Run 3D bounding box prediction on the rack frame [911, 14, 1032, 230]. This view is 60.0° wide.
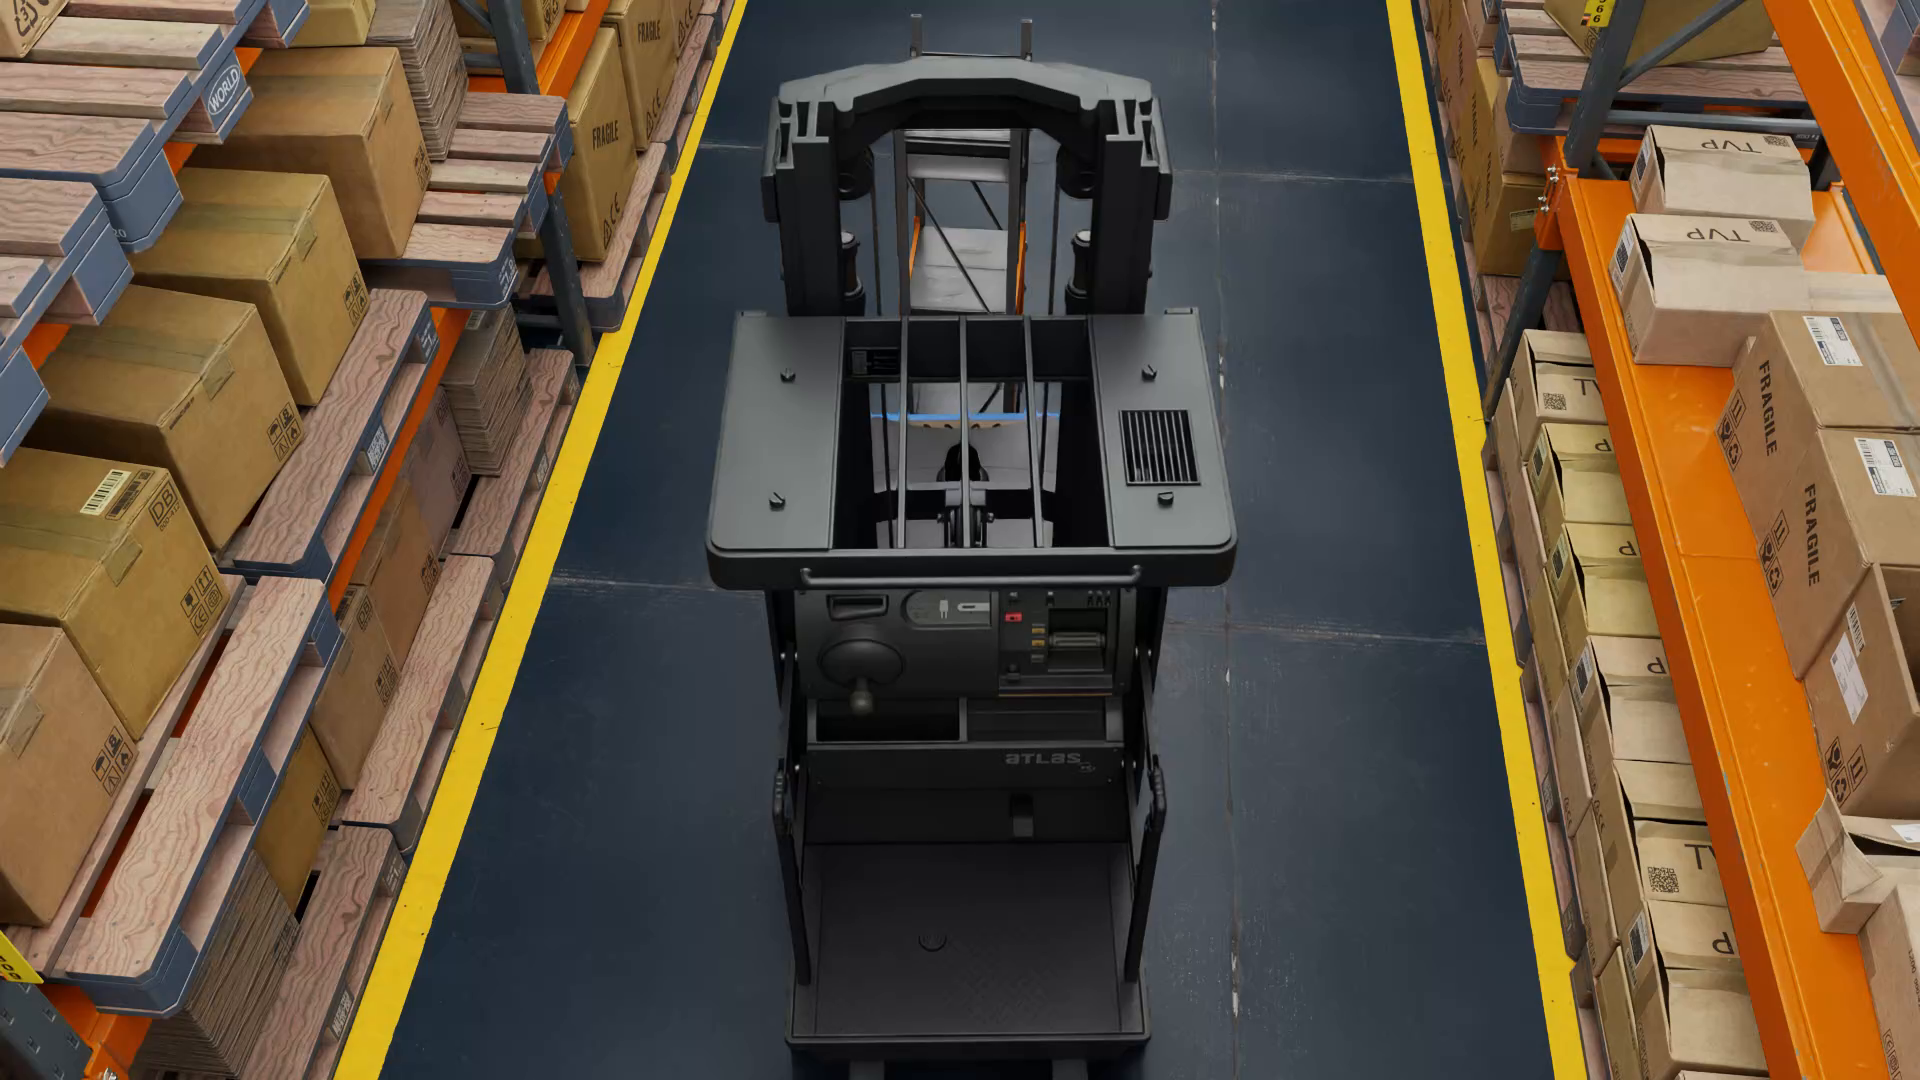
[{"bbox_3d":[0.037,-1.010,6.250,0.400,2.100,0.015,4,48,4],"label":"rack frame"}]

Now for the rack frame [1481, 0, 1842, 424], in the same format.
[{"bbox_3d":[2.779,-1.529,6.115,1.000,3.000,0.127,4,48,4],"label":"rack frame"}]

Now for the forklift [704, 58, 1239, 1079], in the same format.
[{"bbox_3d":[0.020,0.381,4.415,1.130,2.935,3.031,0,48,0],"label":"forklift"}]

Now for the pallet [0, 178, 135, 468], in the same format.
[{"bbox_3d":[-2.356,-0.315,3.100,1.213,0.211,1.003,4,48,4],"label":"pallet"}]

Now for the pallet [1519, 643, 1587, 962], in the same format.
[{"bbox_3d":[2.552,0.909,5.776,1.003,0.211,1.213,4,48,4],"label":"pallet"}]

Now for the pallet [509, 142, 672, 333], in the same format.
[{"bbox_3d":[-2.007,-1.492,7.972,1.003,0.211,1.213,4,48,4],"label":"pallet"}]

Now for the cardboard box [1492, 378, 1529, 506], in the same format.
[{"bbox_3d":[2.439,-0.377,6.641,0.500,0.250,0.500,4,48,3],"label":"cardboard box"}]

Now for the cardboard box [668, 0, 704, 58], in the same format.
[{"bbox_3d":[-1.797,-3.075,8.702,0.750,0.750,0.750,5,48,5],"label":"cardboard box"}]

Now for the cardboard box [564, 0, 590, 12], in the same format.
[{"bbox_3d":[-1.753,-2.382,7.052,0.380,0.149,0.250,5,48,5],"label":"cardboard box"}]

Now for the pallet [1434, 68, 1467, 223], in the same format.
[{"bbox_3d":[2.999,-2.028,8.462,1.003,0.211,1.213,4,48,4],"label":"pallet"}]

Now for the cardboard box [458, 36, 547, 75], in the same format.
[{"bbox_3d":[-1.893,-2.007,6.710,0.380,0.149,0.250,3,48,3],"label":"cardboard box"}]

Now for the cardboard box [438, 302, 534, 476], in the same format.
[{"bbox_3d":[-2.168,-0.631,6.691,0.700,0.500,0.500,4,48,4],"label":"cardboard box"}]

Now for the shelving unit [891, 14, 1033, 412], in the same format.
[{"bbox_3d":[0.015,-0.830,6.086,0.431,2.100,0.503,4,48,4],"label":"shelving unit"}]

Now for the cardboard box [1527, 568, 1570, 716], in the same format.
[{"bbox_3d":[2.353,0.374,5.954,0.500,0.250,0.500,3,48,2],"label":"cardboard box"}]

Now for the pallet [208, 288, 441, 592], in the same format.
[{"bbox_3d":[-2.294,-0.337,5.155,1.003,0.211,1.213,4,48,4],"label":"pallet"}]

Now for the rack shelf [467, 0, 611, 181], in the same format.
[{"bbox_3d":[-1.972,-3.086,8.027,1.077,0.370,4.000,4,48,4],"label":"rack shelf"}]

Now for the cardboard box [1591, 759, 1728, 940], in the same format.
[{"bbox_3d":[2.255,0.941,5.055,0.500,0.311,0.500,4,48,3],"label":"cardboard box"}]

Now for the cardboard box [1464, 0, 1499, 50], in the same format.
[{"bbox_3d":[2.721,-2.583,7.968,0.500,0.250,0.500,3,48,3],"label":"cardboard box"}]

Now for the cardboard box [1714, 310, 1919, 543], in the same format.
[{"bbox_3d":[2.643,-0.328,4.950,0.500,0.500,0.500,2,48,1],"label":"cardboard box"}]

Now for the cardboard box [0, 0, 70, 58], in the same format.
[{"bbox_3d":[-2.277,-1.410,3.622,0.500,0.500,0.500,2,48,2],"label":"cardboard box"}]

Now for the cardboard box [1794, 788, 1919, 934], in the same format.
[{"bbox_3d":[2.312,0.798,4.079,0.396,0.266,0.258,3,48,3],"label":"cardboard box"}]

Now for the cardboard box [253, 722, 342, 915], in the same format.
[{"bbox_3d":[-2.471,0.850,5.335,0.700,0.500,0.500,3,48,3],"label":"cardboard box"}]

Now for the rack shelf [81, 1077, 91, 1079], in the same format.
[{"bbox_3d":[-2.701,2.793,2.651,1.077,0.370,4.000,4,48,4],"label":"rack shelf"}]

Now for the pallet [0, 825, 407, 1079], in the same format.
[{"bbox_3d":[-2.449,1.449,5.282,1.003,0.211,1.213,4,48,4],"label":"pallet"}]

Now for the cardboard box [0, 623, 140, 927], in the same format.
[{"bbox_3d":[-2.438,0.526,3.870,0.700,0.500,0.500,4,48,4],"label":"cardboard box"}]

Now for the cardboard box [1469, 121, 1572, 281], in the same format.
[{"bbox_3d":[2.631,-1.537,7.519,0.500,0.500,0.500,6,48,5],"label":"cardboard box"}]

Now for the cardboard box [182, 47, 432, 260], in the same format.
[{"bbox_3d":[-2.211,-1.283,5.525,0.700,0.500,0.500,0,48,0],"label":"cardboard box"}]

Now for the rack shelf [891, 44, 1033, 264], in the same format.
[{"bbox_3d":[0.015,-1.293,5.580,0.431,0.518,0.480,4,48,4],"label":"rack shelf"}]

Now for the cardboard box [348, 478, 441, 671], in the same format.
[{"bbox_3d":[-2.348,0.106,6.016,0.700,0.500,0.500,4,48,3],"label":"cardboard box"}]

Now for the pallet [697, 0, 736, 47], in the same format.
[{"bbox_3d":[-1.785,-3.285,9.612,1.003,0.211,1.213,4,48,4],"label":"pallet"}]

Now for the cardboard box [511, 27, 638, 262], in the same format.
[{"bbox_3d":[-1.956,-1.807,7.542,0.750,0.750,0.750,3,48,3],"label":"cardboard box"}]

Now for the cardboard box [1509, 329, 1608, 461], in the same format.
[{"bbox_3d":[2.439,-0.567,6.434,0.500,0.311,0.500,5,48,5],"label":"cardboard box"}]

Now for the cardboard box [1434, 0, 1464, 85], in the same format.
[{"bbox_3d":[2.767,-2.674,8.559,0.500,0.500,0.500,4,48,4],"label":"cardboard box"}]

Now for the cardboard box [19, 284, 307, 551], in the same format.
[{"bbox_3d":[-2.351,-0.370,4.690,0.700,0.500,0.500,10,48,9],"label":"cardboard box"}]

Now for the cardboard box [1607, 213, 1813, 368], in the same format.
[{"bbox_3d":[2.505,-0.854,5.559,0.500,0.311,0.500,3,48,3],"label":"cardboard box"}]

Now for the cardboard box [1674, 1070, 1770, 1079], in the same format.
[{"bbox_3d":[2.166,1.691,4.370,0.500,0.311,0.500,4,48,4],"label":"cardboard box"}]

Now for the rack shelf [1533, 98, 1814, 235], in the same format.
[{"bbox_3d":[2.962,-2.756,7.725,1.077,0.370,4.000,4,48,4],"label":"rack shelf"}]

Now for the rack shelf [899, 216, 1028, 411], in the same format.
[{"bbox_3d":[0.015,-0.821,6.097,0.431,0.518,0.480,4,48,4],"label":"rack shelf"}]

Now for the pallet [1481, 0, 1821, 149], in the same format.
[{"bbox_3d":[2.771,-1.967,6.646,1.213,0.211,1.003,4,48,4],"label":"pallet"}]

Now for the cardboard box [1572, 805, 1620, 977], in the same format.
[{"bbox_3d":[2.258,1.125,5.267,0.500,0.250,0.500,5,48,4],"label":"cardboard box"}]

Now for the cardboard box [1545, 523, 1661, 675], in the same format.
[{"bbox_3d":[2.351,0.195,5.738,0.500,0.311,0.500,3,48,2],"label":"cardboard box"}]
